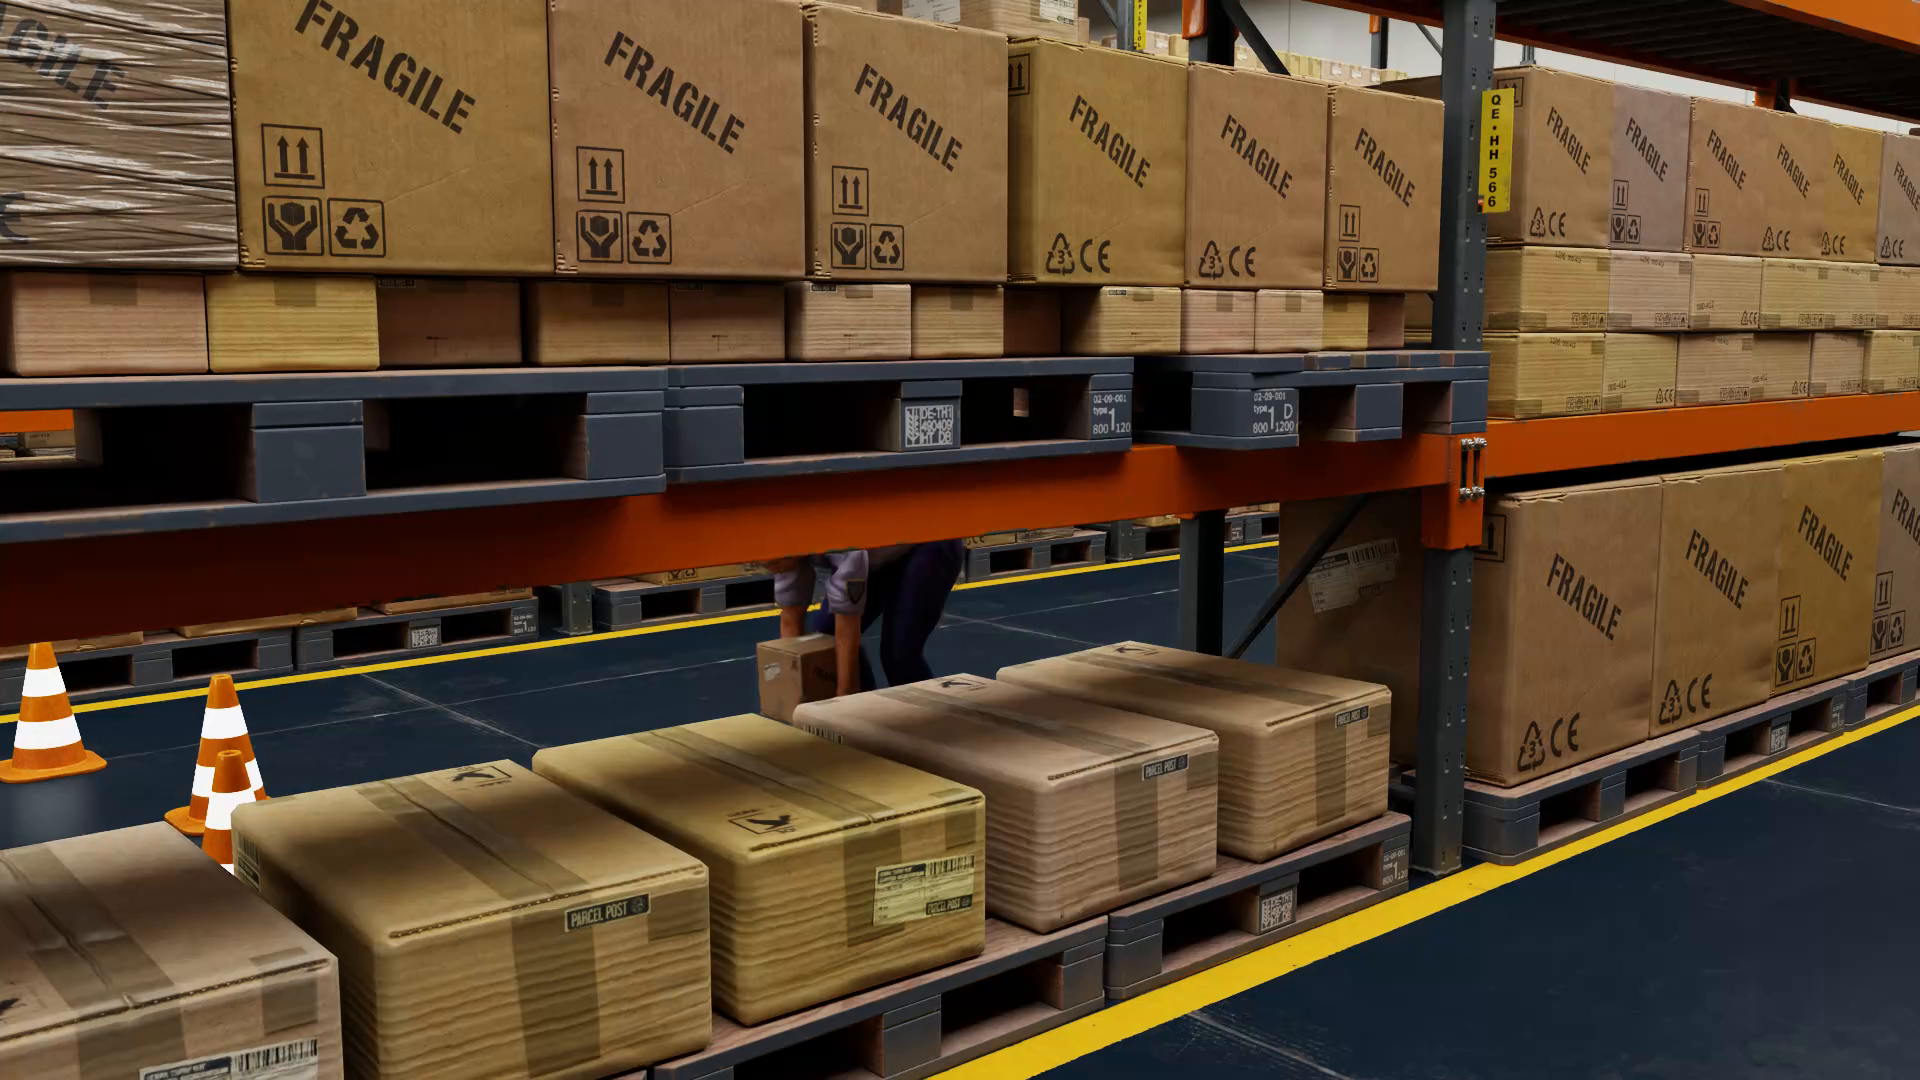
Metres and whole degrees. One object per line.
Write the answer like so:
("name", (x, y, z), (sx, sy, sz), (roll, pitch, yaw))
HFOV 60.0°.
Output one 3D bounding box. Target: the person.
("person", (-0.387, 0.337, 5.774), (0.476, 1.003, 0.909), (7, 10, 44))
